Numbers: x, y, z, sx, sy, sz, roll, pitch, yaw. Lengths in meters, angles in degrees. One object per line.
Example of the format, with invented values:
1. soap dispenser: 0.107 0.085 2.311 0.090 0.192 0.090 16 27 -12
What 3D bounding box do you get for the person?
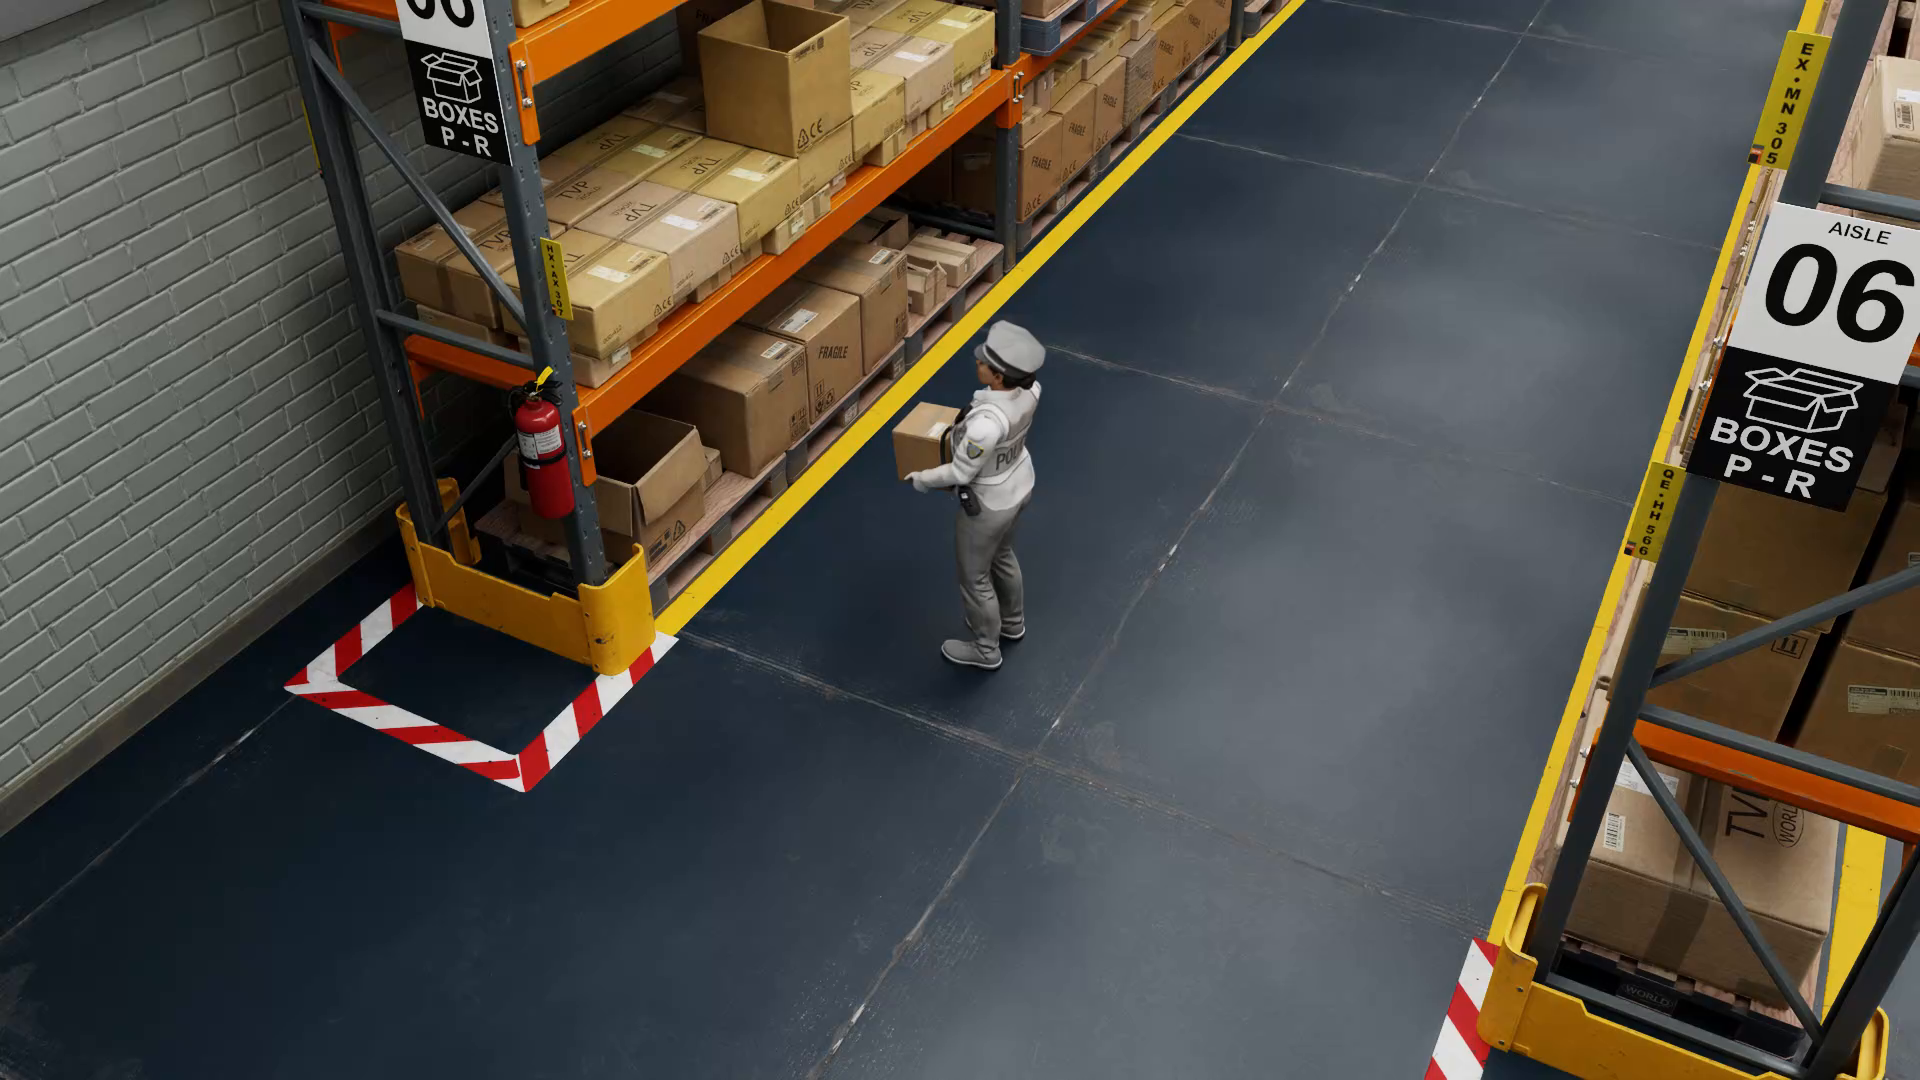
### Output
1. person: 0.075 -0.200 6.982 0.556 1.686 0.459 18 42 22
